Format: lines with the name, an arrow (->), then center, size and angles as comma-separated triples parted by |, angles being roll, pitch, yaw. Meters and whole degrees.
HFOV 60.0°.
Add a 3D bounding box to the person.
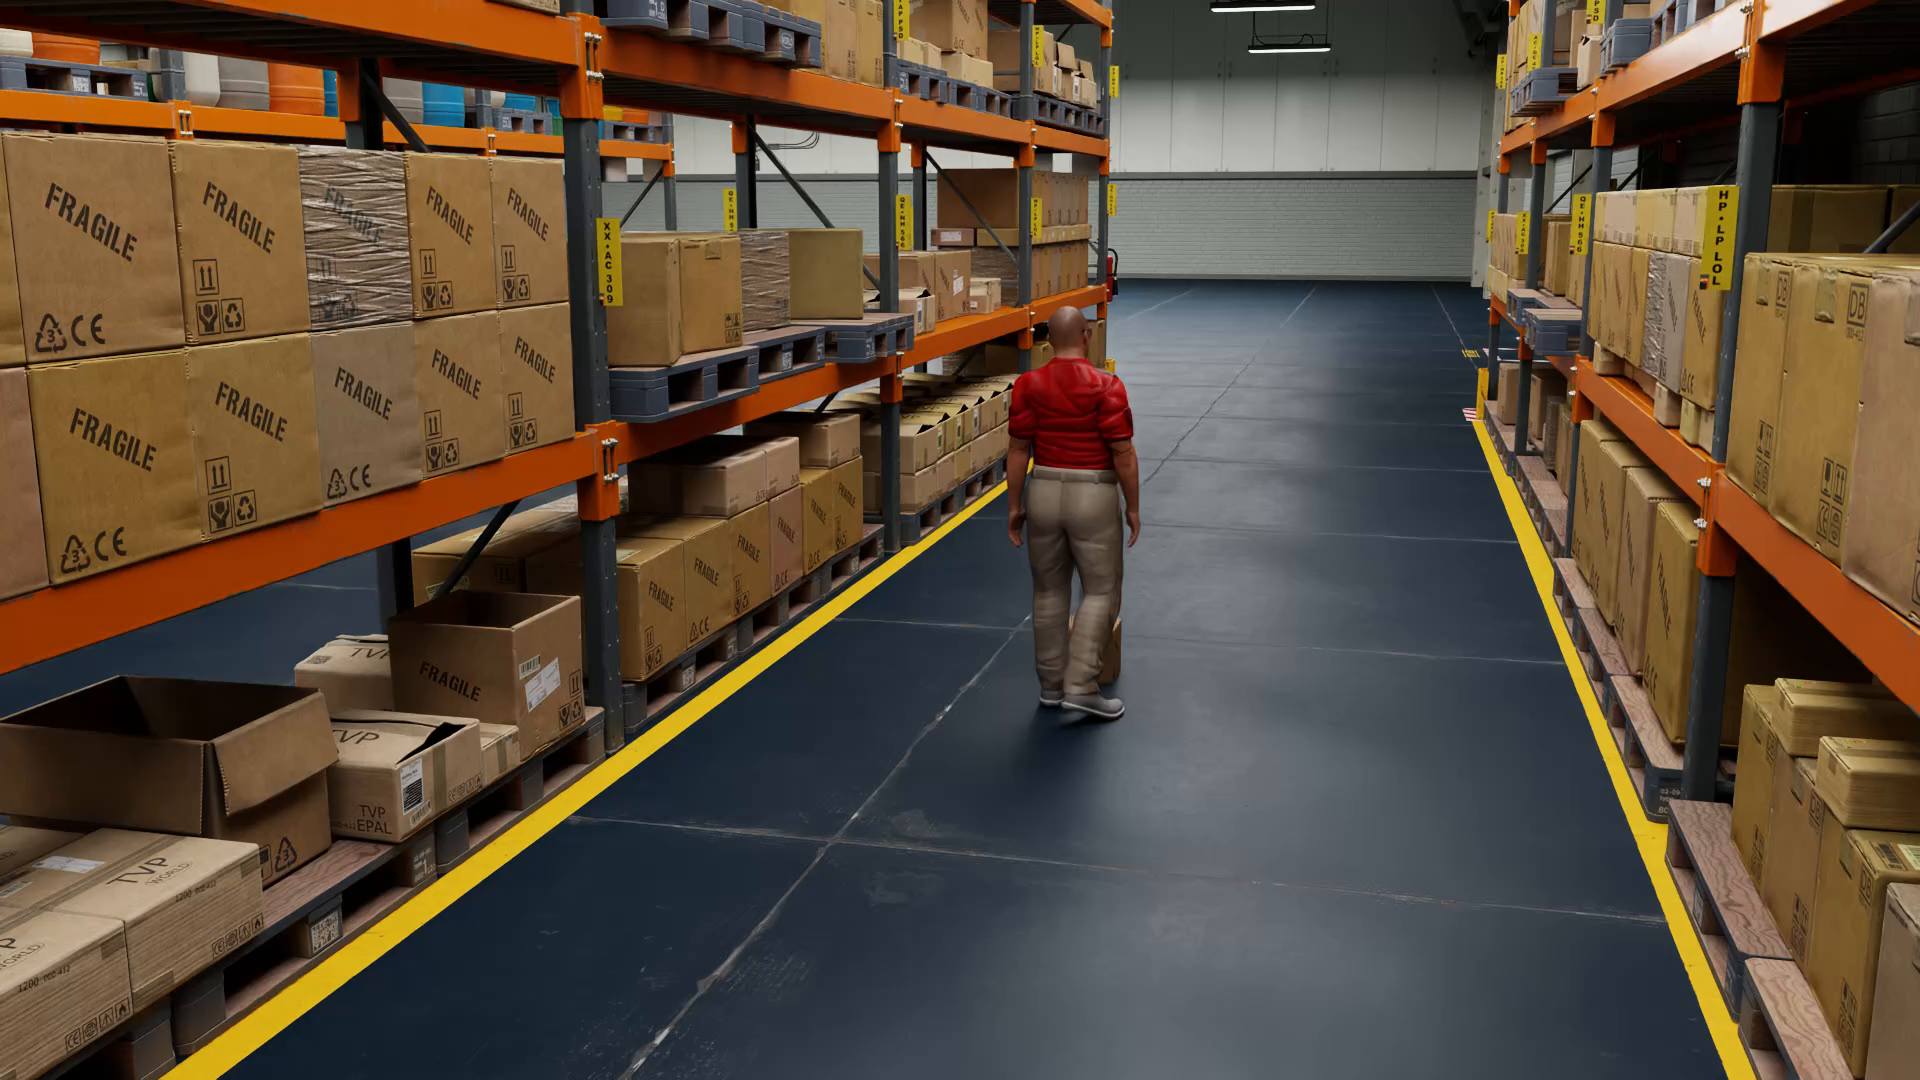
person -> 0.478, -0.119, 7.051 | 0.568, 1.733, 0.509 | 5, 12, 24
